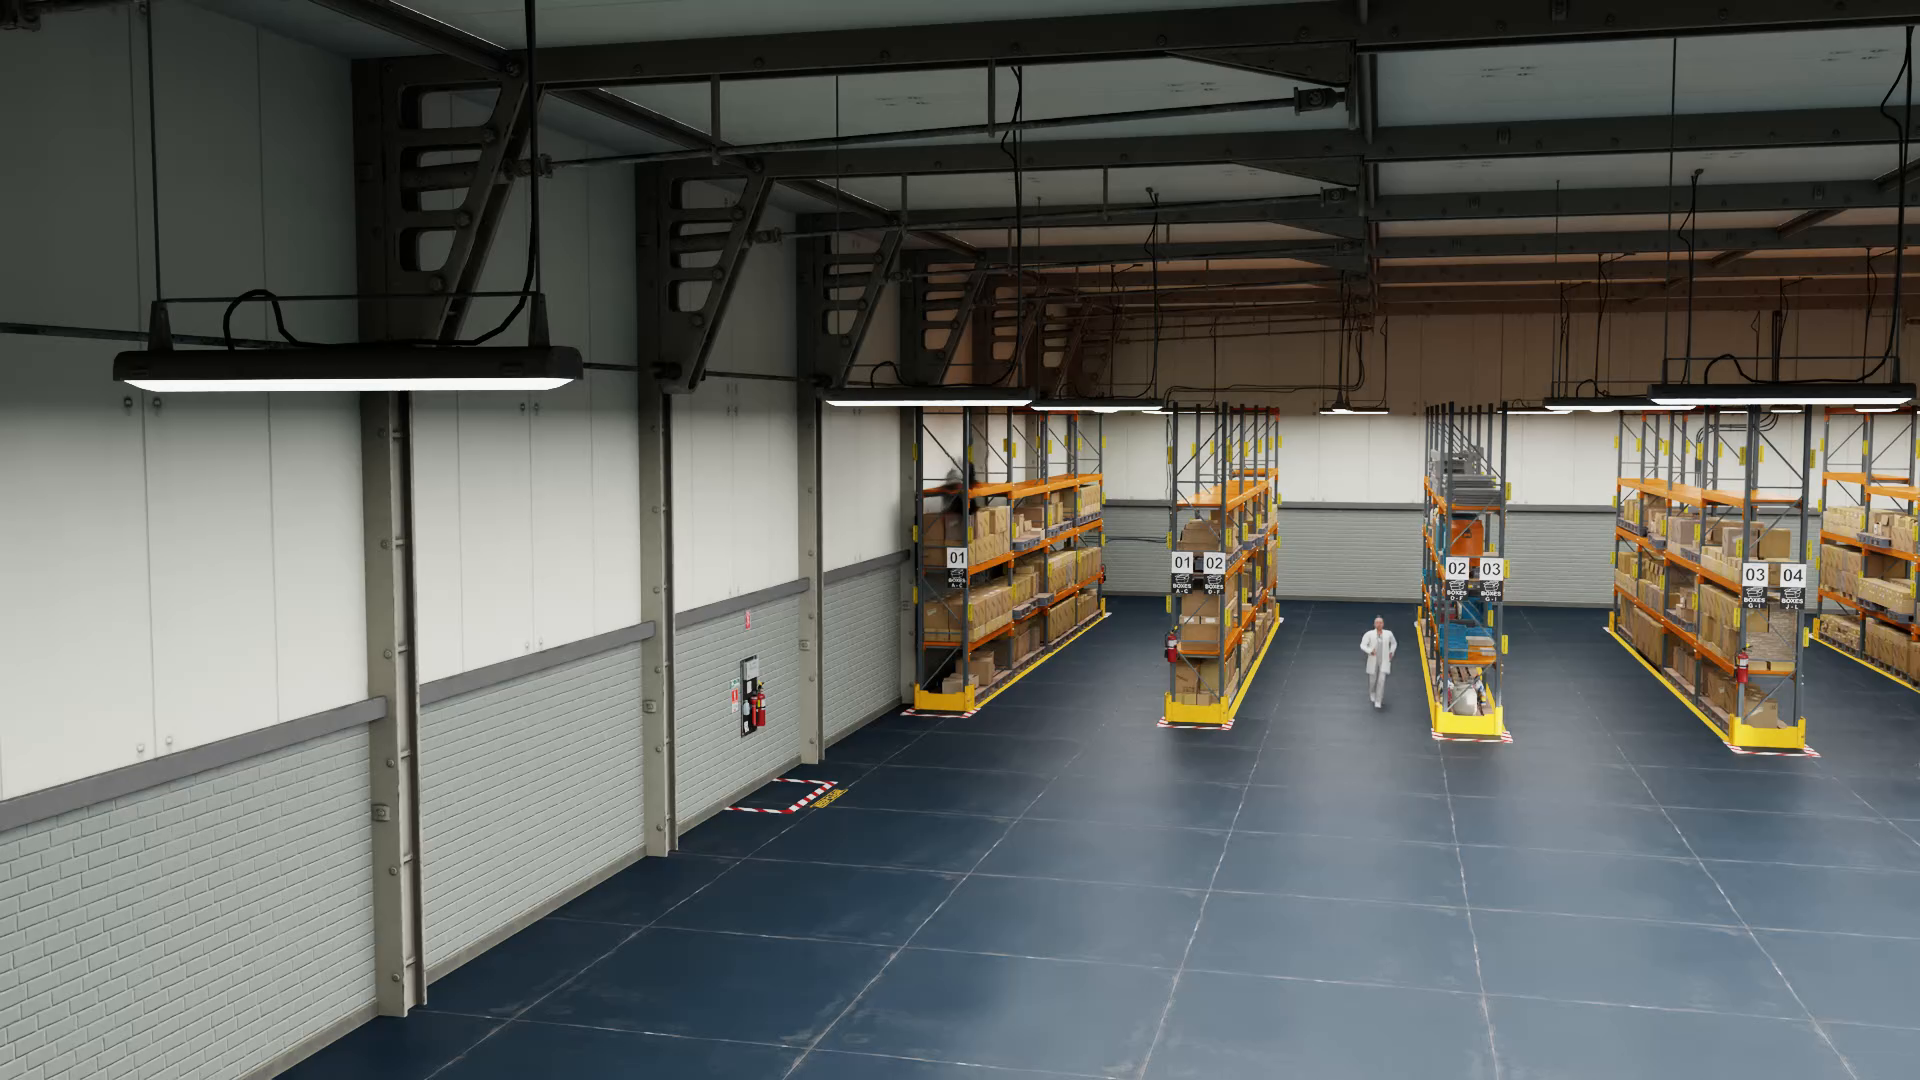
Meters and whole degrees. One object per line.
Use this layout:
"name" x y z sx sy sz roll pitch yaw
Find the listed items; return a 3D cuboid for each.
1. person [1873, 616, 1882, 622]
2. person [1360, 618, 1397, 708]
"person" 24.241 1.641 43.820 0.748 1.704 0.839 -2 4 -20
"person" 8.303 2.412 32.989 0.714 1.748 0.843 1 4 12
